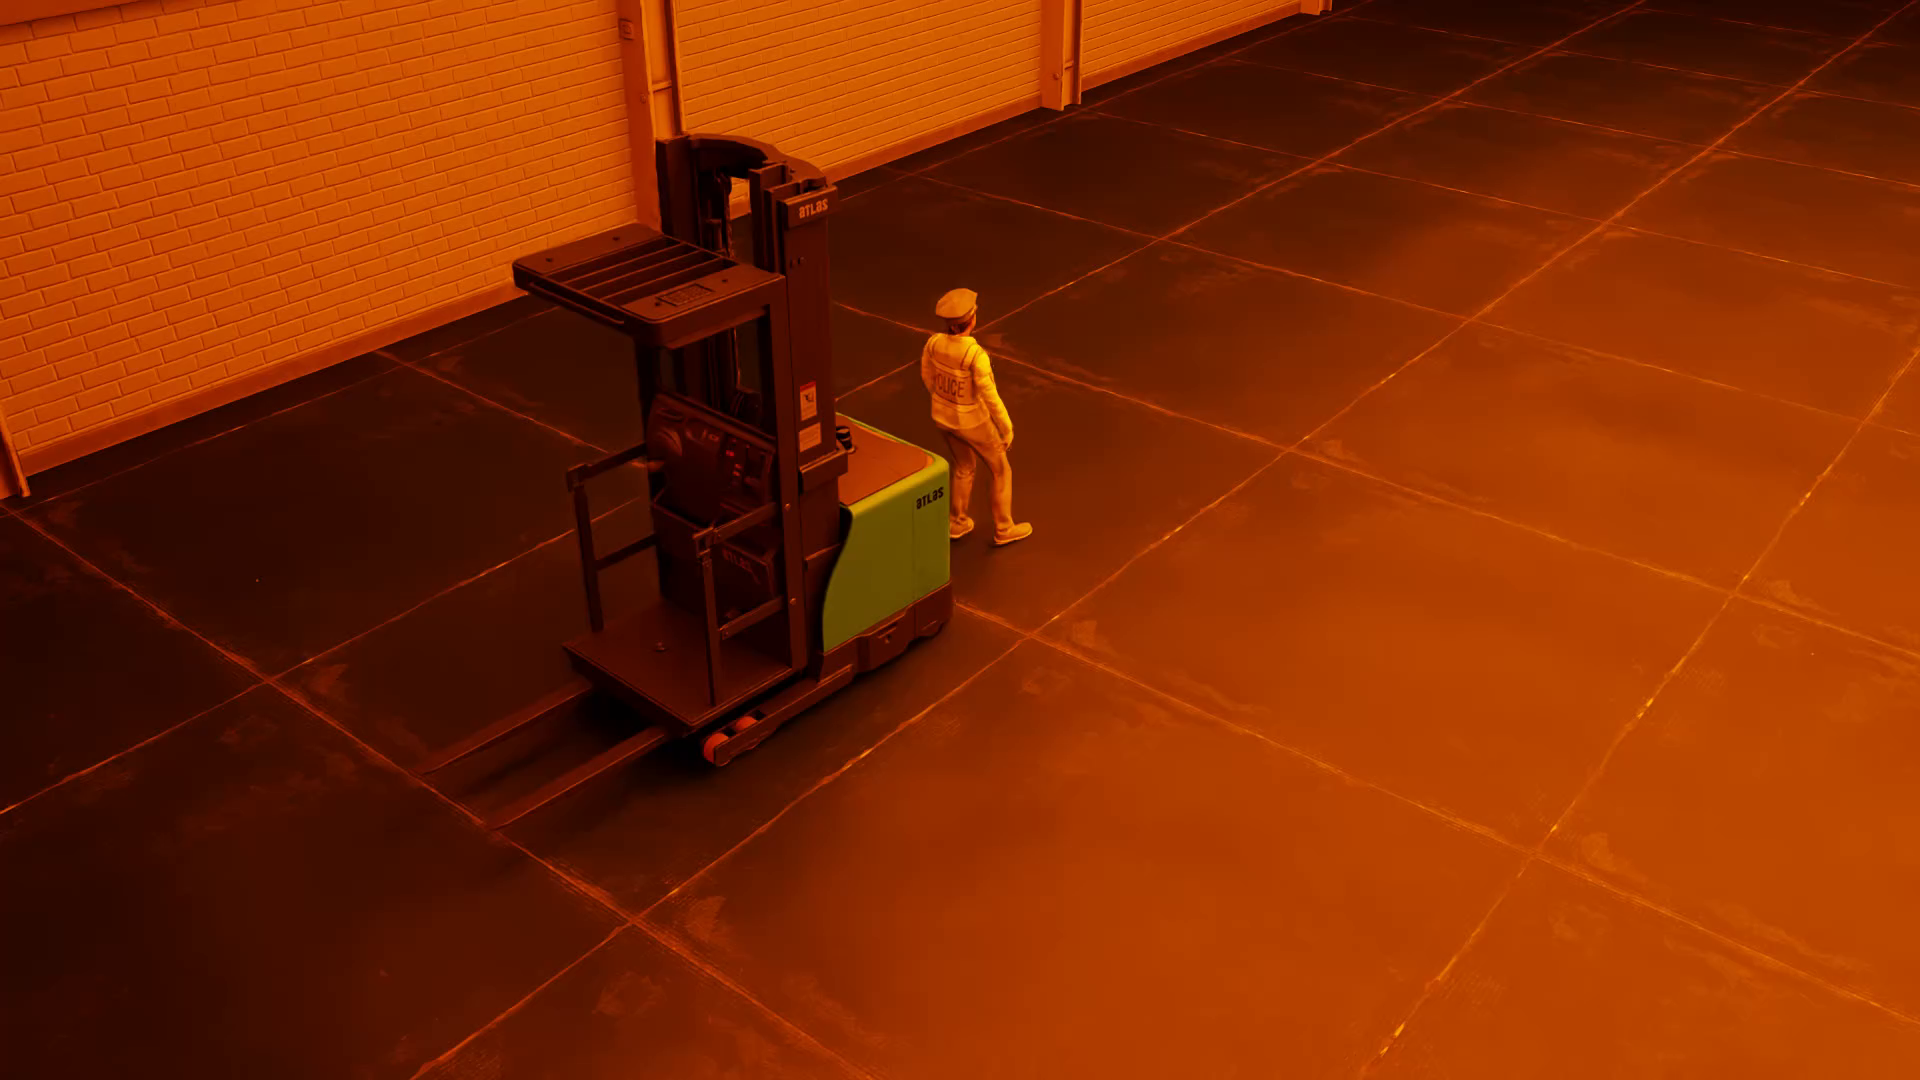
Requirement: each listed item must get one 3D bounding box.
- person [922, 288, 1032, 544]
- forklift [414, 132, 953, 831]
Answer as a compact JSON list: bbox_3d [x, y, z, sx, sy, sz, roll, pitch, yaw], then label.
[{"bbox_3d":[0.089,-0.758,10.174,0.636,1.670,0.527,23,38,34],"label":"person"},{"bbox_3d":[-1.407,-0.398,8.276,1.130,2.935,3.031,25,38,36],"label":"forklift"}]
